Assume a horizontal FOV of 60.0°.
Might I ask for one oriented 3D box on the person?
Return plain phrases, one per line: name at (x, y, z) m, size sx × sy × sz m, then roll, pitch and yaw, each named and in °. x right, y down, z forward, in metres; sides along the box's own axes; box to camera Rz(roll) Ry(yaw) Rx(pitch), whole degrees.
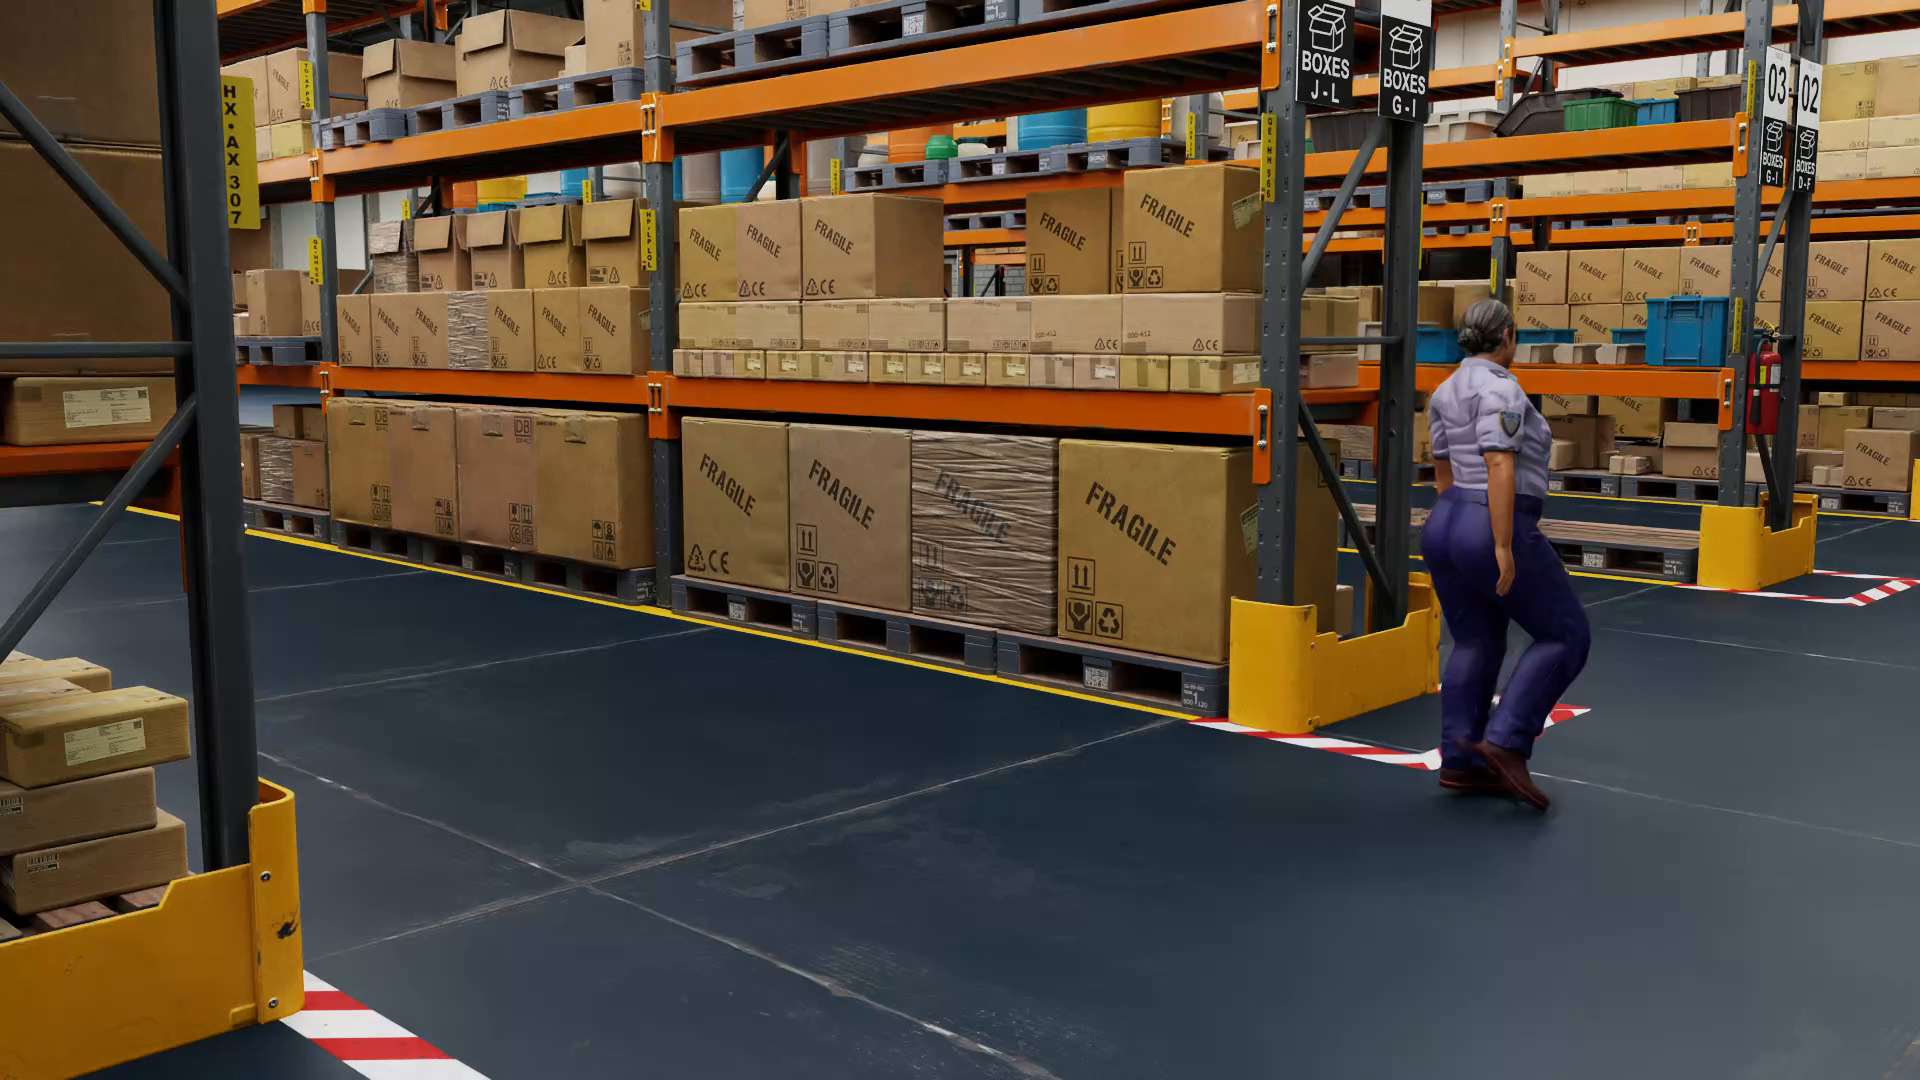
person at (1.797, 0.032, 5.505) m, size 0.447 × 1.650 × 0.582 m, roll -2°, pitch 7°, yaw -13°
